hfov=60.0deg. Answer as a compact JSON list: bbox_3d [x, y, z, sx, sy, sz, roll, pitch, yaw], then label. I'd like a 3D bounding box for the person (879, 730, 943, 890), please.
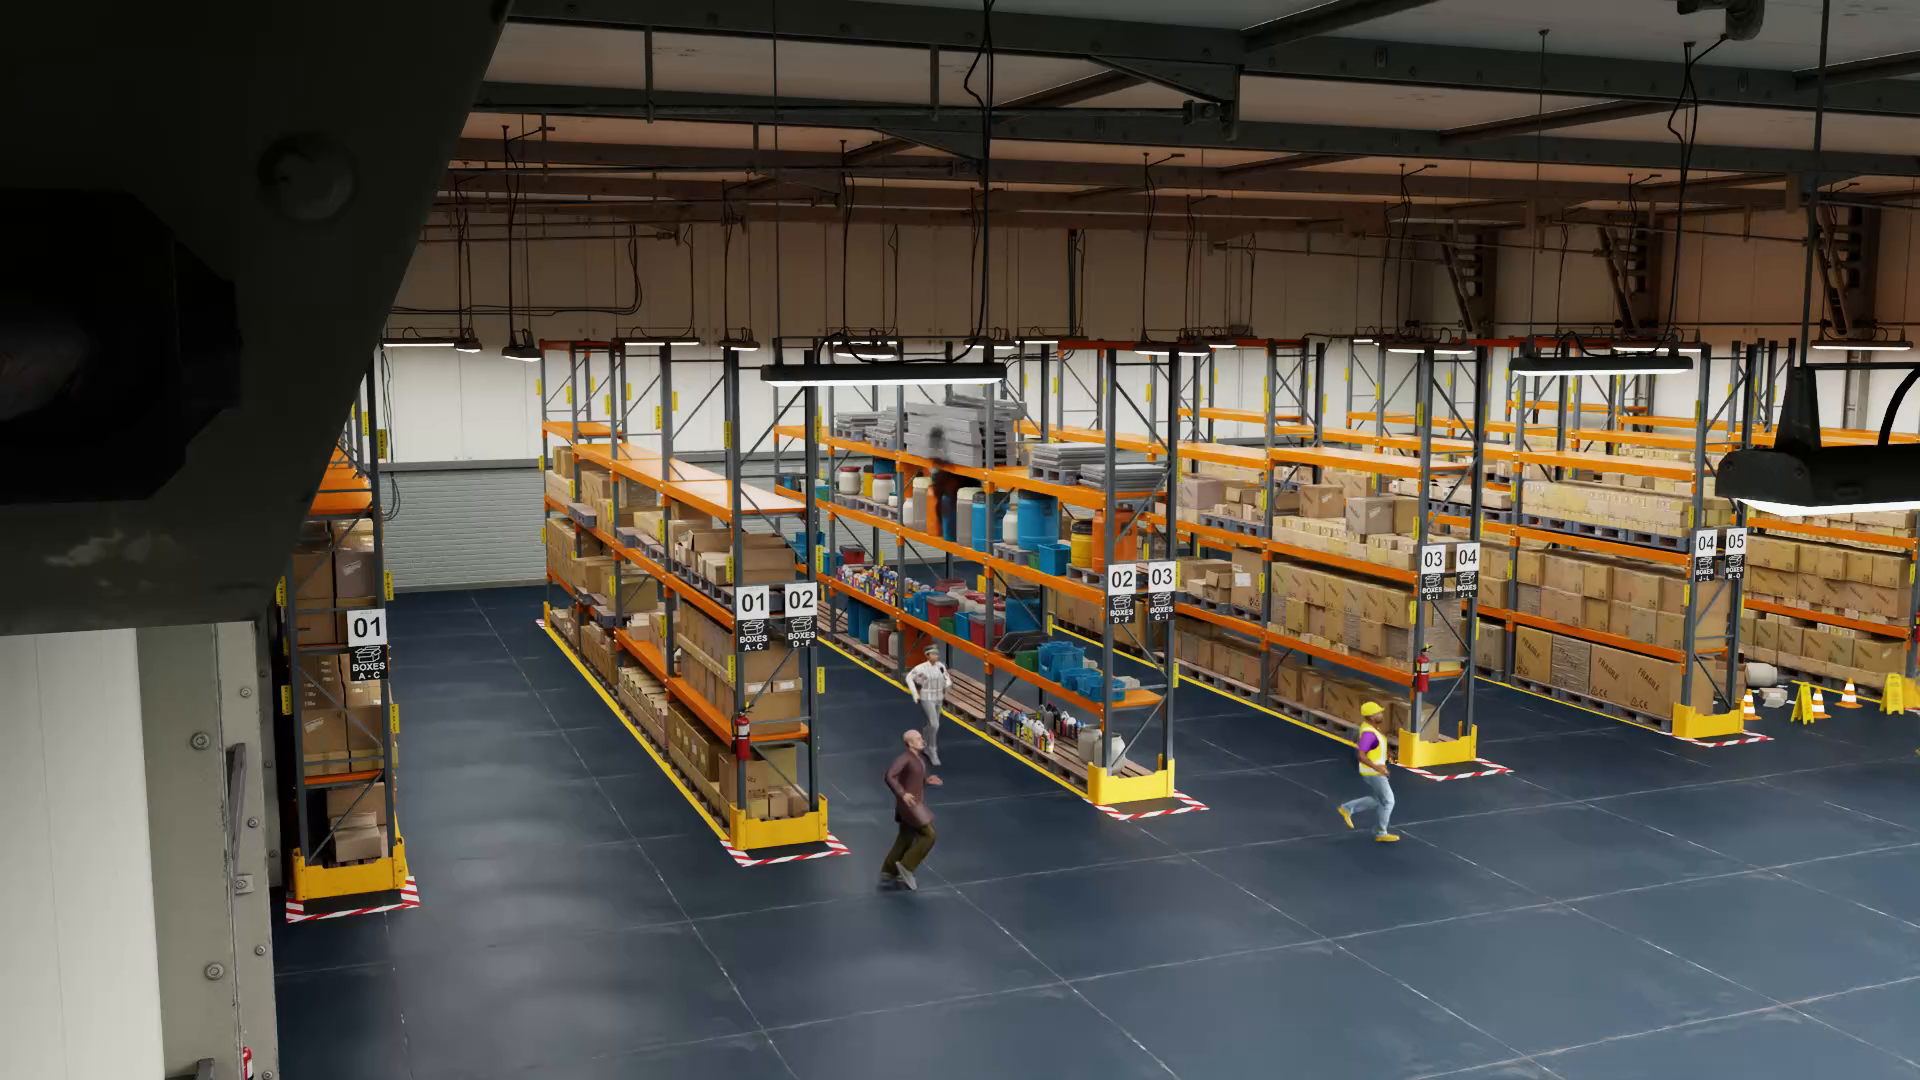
[{"bbox_3d":[-0.560,3.024,18.823,0.720,1.784,0.716,1,7,5],"label":"person"}]

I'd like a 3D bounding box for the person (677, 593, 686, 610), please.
[{"bbox_3d":[-5.759,1.019,34.203,0.728,1.723,0.571,-4,8,-26],"label":"person"}]

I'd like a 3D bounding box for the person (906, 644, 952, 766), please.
[{"bbox_3d":[-0.414,2.366,24.132,0.584,1.755,0.752,-6,9,-38],"label":"person"}]

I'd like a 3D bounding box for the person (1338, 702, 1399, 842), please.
[{"bbox_3d":[5.027,2.836,20.386,0.753,1.723,0.707,2,8,13],"label":"person"}]
